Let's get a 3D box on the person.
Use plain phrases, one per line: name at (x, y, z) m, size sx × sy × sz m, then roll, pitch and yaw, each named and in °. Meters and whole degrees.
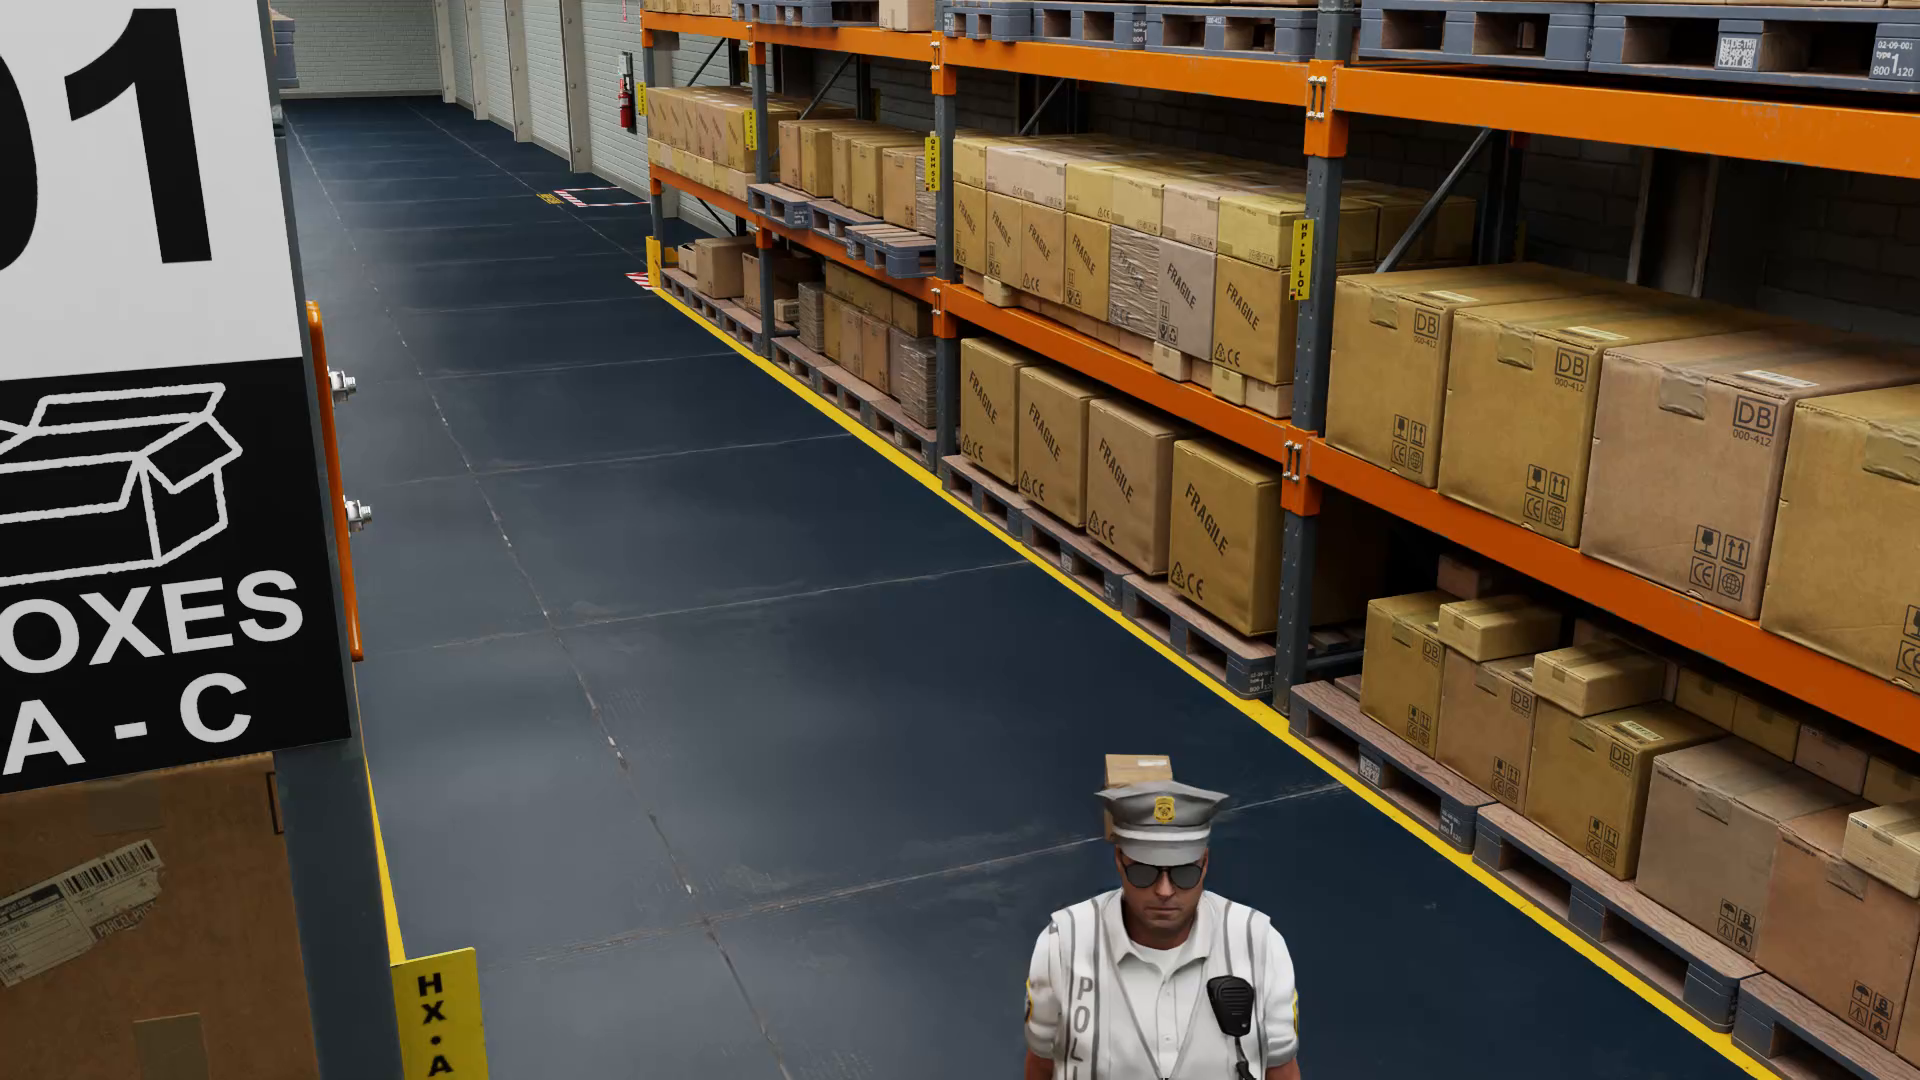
person at (0.392, 1.259, 3.274) m, size 0.532 × 1.740 × 0.871 m, roll 0°, pitch 19°, yaw -1°
